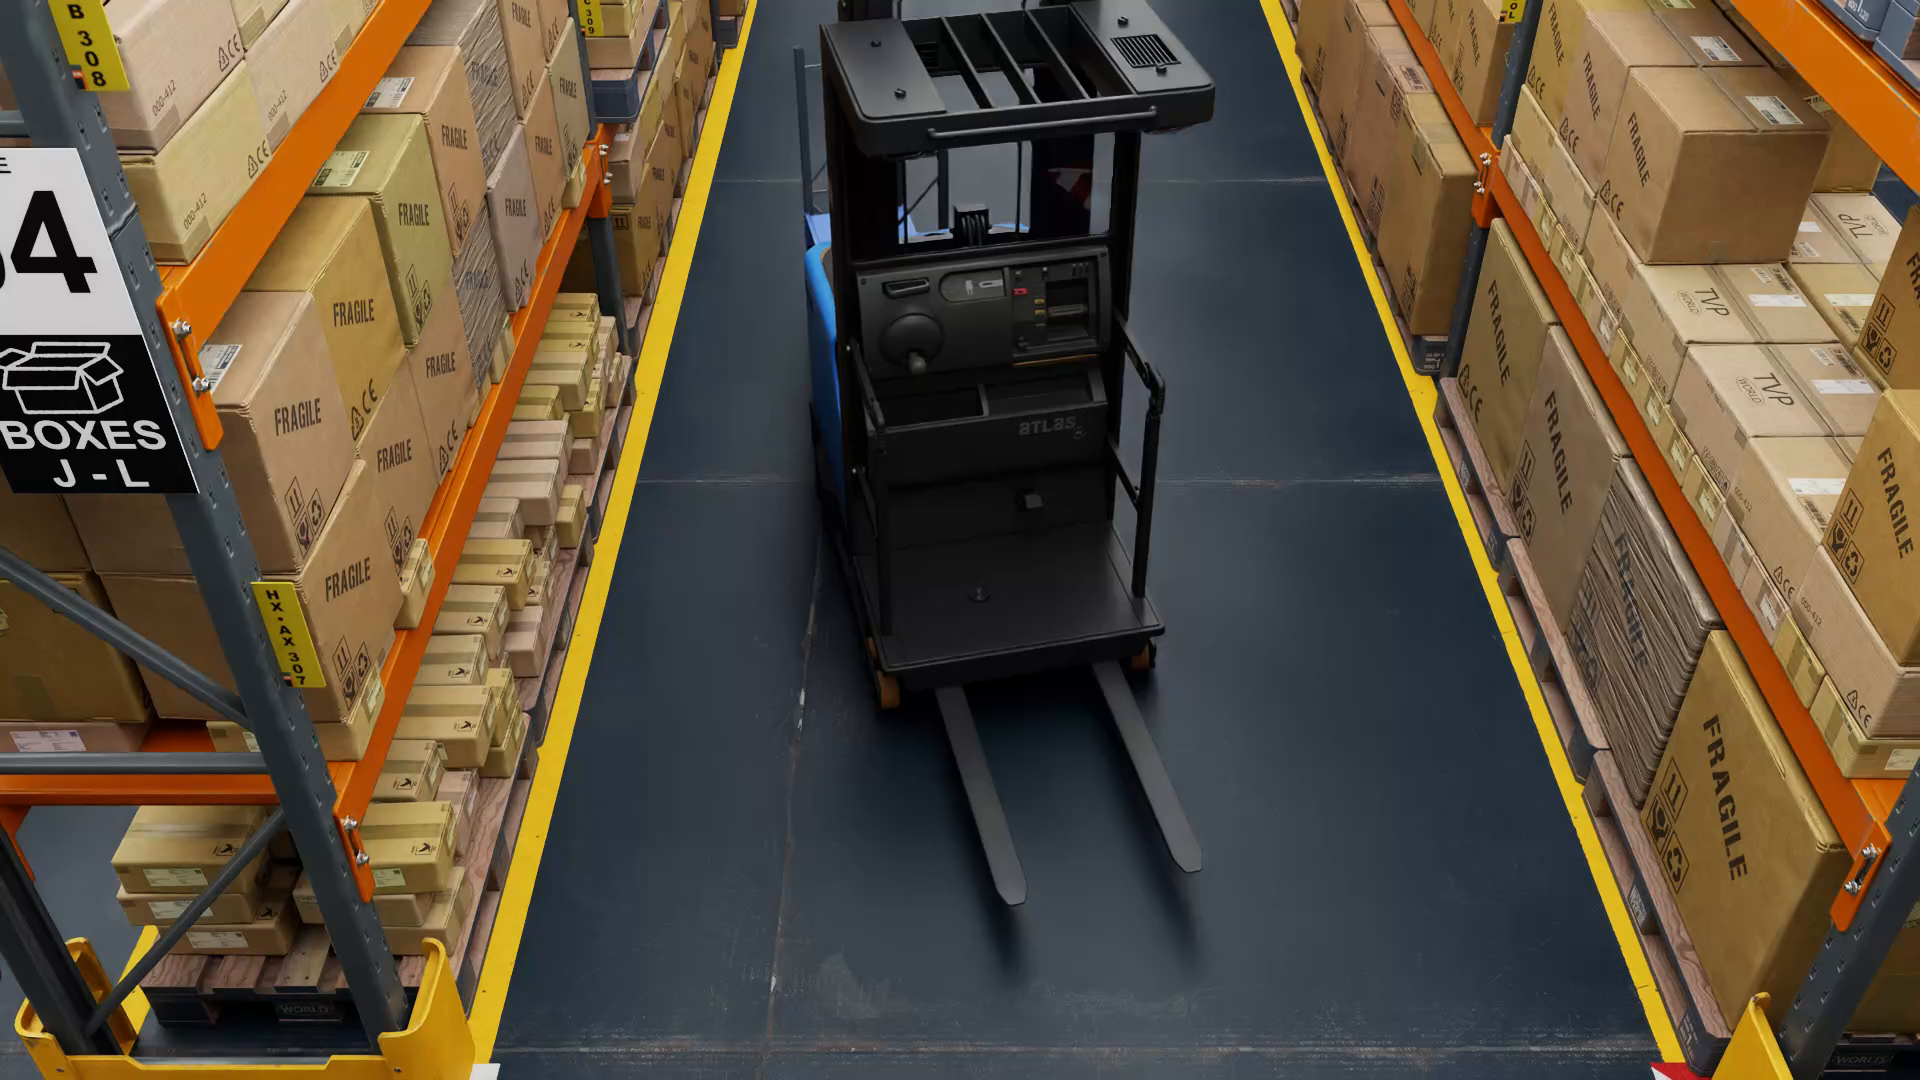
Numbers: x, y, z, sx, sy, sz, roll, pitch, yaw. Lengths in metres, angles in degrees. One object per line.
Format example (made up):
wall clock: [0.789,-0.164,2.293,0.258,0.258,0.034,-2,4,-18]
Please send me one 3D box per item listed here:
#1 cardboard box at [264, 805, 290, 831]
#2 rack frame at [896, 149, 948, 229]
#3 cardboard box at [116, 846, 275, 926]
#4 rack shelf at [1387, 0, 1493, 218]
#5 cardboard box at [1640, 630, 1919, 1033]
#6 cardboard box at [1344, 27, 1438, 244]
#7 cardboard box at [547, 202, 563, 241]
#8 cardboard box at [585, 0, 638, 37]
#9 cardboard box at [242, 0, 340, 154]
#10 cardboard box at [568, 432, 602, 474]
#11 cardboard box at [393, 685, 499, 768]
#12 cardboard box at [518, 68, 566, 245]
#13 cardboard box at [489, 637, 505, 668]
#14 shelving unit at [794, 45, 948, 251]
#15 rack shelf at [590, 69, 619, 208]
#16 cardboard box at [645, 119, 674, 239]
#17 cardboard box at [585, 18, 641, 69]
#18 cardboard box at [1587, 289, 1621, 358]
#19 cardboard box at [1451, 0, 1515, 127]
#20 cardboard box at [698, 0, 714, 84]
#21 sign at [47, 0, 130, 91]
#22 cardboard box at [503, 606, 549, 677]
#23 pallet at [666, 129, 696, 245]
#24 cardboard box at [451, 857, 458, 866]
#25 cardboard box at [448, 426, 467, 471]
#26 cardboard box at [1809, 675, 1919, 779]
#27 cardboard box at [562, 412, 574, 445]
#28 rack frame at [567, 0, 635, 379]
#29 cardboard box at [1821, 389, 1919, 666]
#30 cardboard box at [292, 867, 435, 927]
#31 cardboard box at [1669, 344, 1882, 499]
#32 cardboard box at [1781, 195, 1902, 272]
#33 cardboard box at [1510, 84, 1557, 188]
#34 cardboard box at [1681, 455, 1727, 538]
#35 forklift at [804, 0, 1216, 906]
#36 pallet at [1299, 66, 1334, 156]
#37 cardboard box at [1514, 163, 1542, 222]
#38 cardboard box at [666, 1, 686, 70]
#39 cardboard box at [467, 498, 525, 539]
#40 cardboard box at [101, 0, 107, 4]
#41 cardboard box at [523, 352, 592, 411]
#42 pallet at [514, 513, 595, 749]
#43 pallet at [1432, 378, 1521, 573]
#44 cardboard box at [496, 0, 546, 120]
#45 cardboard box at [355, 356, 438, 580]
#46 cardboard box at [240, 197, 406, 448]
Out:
cardboard box: [-2.307,0.791,5.332,0.380,0.149,0.250,1,39,1]
rack frame: [-0.298,-1.110,7.436,0.500,1.500,0.032,-8,39,-10]
cardboard box: [-2.396,1.065,5.228,0.380,0.149,0.250,-1,39,-1]
rack shelf: [2.843,-2.849,8.982,1.077,0.370,4.000,0,39,0]
cardboard box: [2.769,0.887,5.107,0.875,0.875,0.875,0,39,0]
cardboard box: [2.823,-2.173,8.926,1.225,0.875,0.875,-1,39,-2]
cardboard box: [-1.830,-1.334,6.717,0.380,0.149,0.250,1,39,2]
cardboard box: [-1.655,-2.367,7.433,0.380,0.149,0.250,1,39,1]
cardboard box: [-1.851,-1.160,4.020,0.500,0.250,0.500,1,39,1]
cardboard box: [-1.792,-0.417,7.316,0.380,0.149,0.250,-1,39,-2]
cardboard box: [-1.764,0.621,5.544,0.380,0.149,0.250,0,39,0]
cardboard box: [-1.832,-1.467,6.364,0.500,0.500,0.500,-1,39,-1]
cardboard box: [-1.874,0.417,6.037,0.380,0.149,0.250,-2,39,-2]
shelving unit: [-0.411,-1.420,7.822,0.538,1.500,1.048,-8,39,-10]
rack shelf: [-2.117,-2.909,9.056,1.077,0.370,4.000,0,39,0]
cardboard box: [-1.853,-1.920,8.911,0.500,0.500,0.500,2,39,2]
cardboard box: [-1.655,-2.251,7.526,0.380,0.149,0.250,-2,39,-2]
cardboard box: [2.515,-0.785,6.032,0.380,0.149,0.250,0,39,0]
cardboard box: [2.572,-2.210,7.530,0.500,0.500,0.500,0,39,0]
cardboard box: [-1.857,-3.217,10.529,0.500,0.500,0.500,0,39,0]
sign: [-1.567,-0.949,2.939,0.100,0.325,0.005,0,39,0]
cardboard box: [-1.779,0.389,6.310,0.380,0.149,0.250,-2,39,-2]
pallet: [-2.121,-2.102,9.705,1.003,0.211,1.213,0,39,0]
cardboard box: [-1.873,1.020,5.523,0.380,0.149,0.250,0,39,0]
cardboard box: [-1.856,-0.356,5.496,0.380,0.149,0.250,-1,39,-1]
cardboard box: [2.520,0.498,4.431,0.380,0.149,0.250,1,39,1]
cardboard box: [-1.864,-0.416,7.076,0.380,0.149,0.250,0,39,0]
rack frame: [-2.115,-1.939,7.271,1.000,3.000,0.127,0,39,0]
cardboard box: [2.587,-0.032,4.174,0.500,0.500,0.500,0,39,1]
cardboard box: [-1.854,1.067,5.226,0.380,0.149,0.250,1,39,2]
cardboard box: [2.583,-0.374,5.200,0.500,0.250,0.500,-1,39,-2]
cardboard box: [3.112,-1.018,6.004,0.500,0.250,0.500,1,39,1]
cardboard box: [2.584,-1.643,6.783,0.500,0.250,0.500,-1,39,-1]
cardboard box: [2.518,-0.141,5.228,0.380,0.149,0.250,-1,39,-1]
forklift: [0.144,-0.749,5.841,1.130,2.935,3.031,-8,39,-10]
pallet: [2.766,-2.799,10.574,1.003,0.211,1.213,0,39,0]
cardboard box: [2.513,-1.432,6.839,0.380,0.149,0.250,-1,39,-2]
cardboard box: [-1.860,-2.860,9.484,0.500,0.250,0.500,1,39,1]
cardboard box: [-1.888,-0.029,6.356,0.380,0.149,0.250,0,39,0]
cardboard box: [-1.883,-1.103,3.230,0.380,0.149,0.250,0,39,0]
cardboard box: [-1.807,-0.685,7.174,0.380,0.149,0.250,0,39,0]
pallet: [-2.074,0.334,6.664,1.003,0.211,1.213,0,39,0]
pallet: [2.768,-0.315,7.475,1.003,0.211,1.213,0,39,0]
cardboard box: [-1.838,-1.867,6.064,0.500,0.500,0.500,-1,39,-1]
cardboard box: [-1.860,-0.208,4.793,0.500,0.500,0.500,0,39,0]
cardboard box: [-1.852,-0.579,4.457,0.500,0.500,0.500,1,39,1]
